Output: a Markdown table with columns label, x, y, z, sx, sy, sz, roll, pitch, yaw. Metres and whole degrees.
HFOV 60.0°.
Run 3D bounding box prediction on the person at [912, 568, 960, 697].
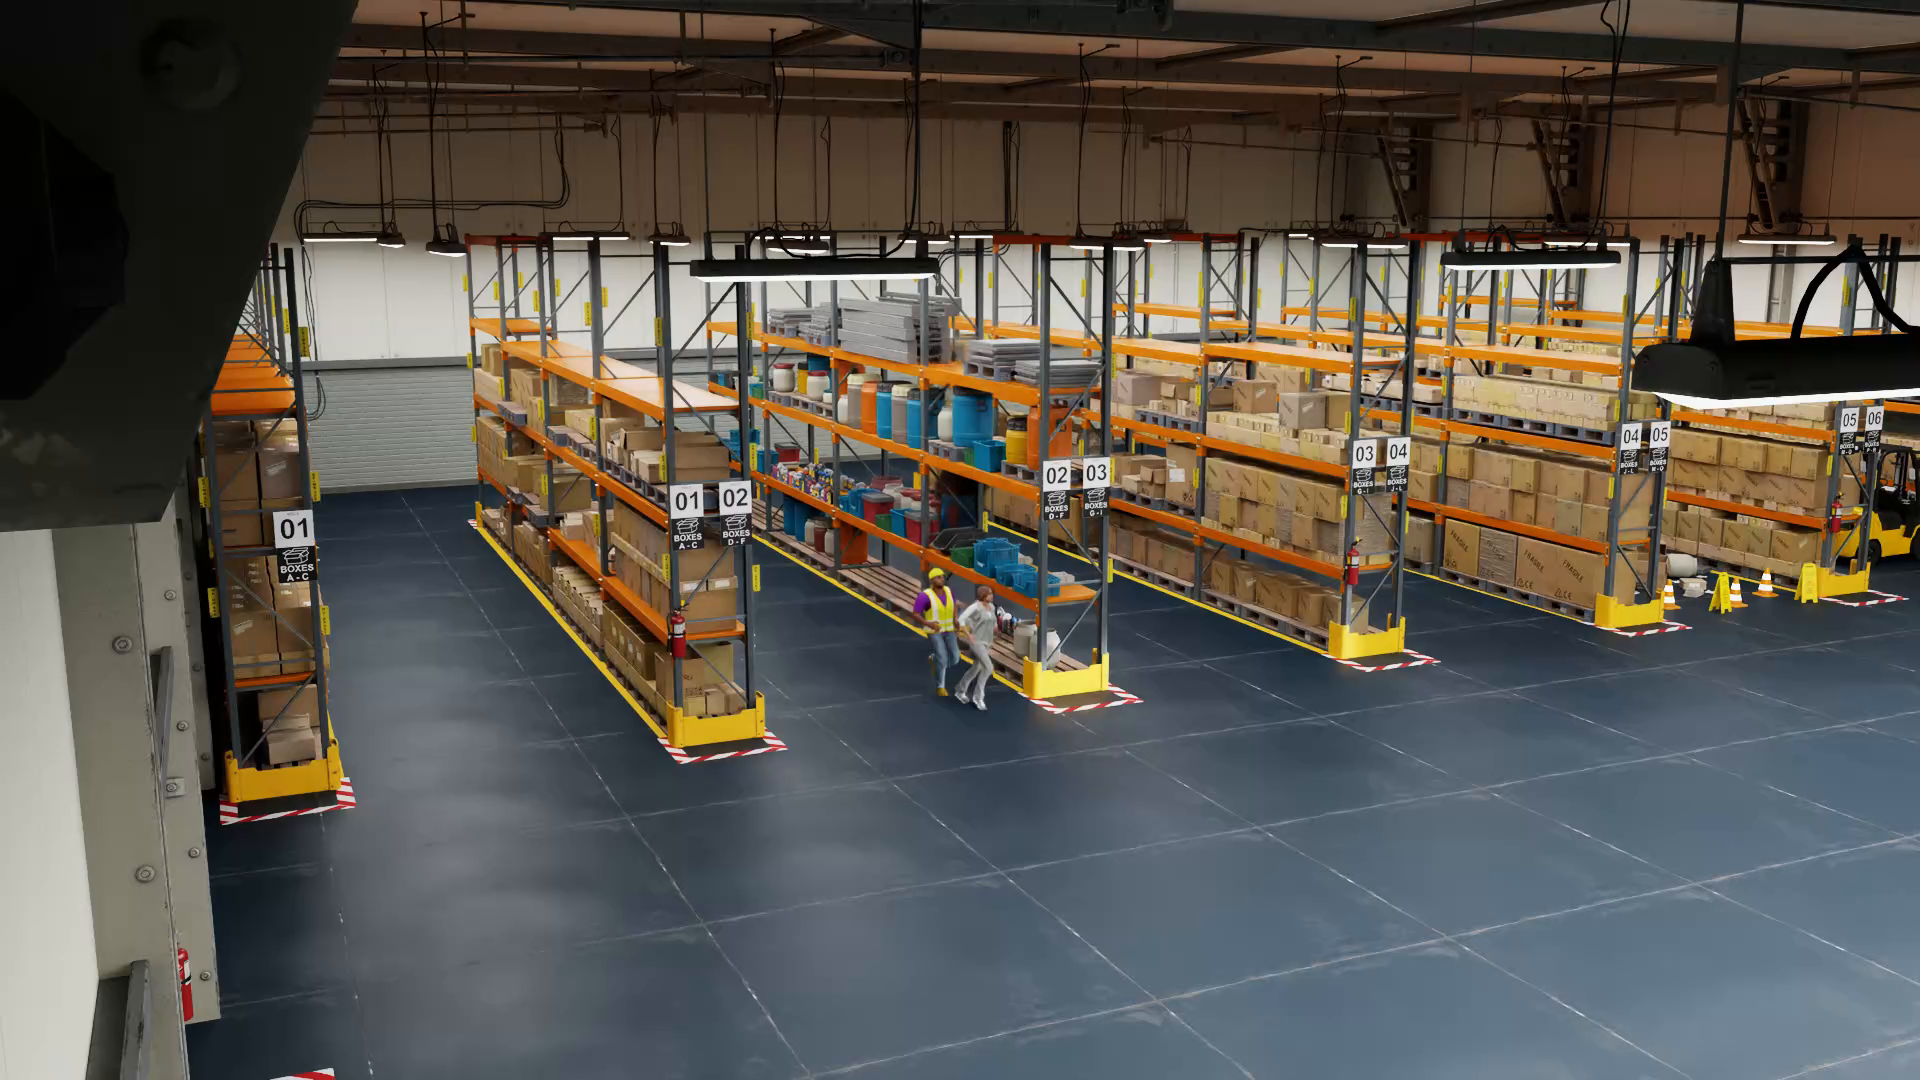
| label | x | y | z | sx | sy | sz | roll | pitch | yaw |
| --- | --- | --- | --- | --- | --- | --- | --- | --- | --- |
| person | -0.302 | 1.212 | 22.246 | 0.748 | 1.720 | 0.586 | -9 | 14 | -38 |

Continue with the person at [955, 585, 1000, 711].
| label | x | y | z | sx | sy | sz | roll | pitch | yaw |
| --- | --- | --- | --- | --- | --- | --- | --- | --- | --- |
| person | 0.262 | 1.395 | 21.847 | 0.640 | 1.618 | 0.524 | 7 | 13 | 32 |

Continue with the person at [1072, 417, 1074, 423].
| label | x | y | z | sx | sy | sz | roll | pitch | yaw |
| --- | --- | --- | --- | --- | --- | --- | --- | --- | --- |
| person | 2.617 | -2.176 | 40.116 | 0.662 | 1.626 | 0.707 | 3 | 11 | 13 |
